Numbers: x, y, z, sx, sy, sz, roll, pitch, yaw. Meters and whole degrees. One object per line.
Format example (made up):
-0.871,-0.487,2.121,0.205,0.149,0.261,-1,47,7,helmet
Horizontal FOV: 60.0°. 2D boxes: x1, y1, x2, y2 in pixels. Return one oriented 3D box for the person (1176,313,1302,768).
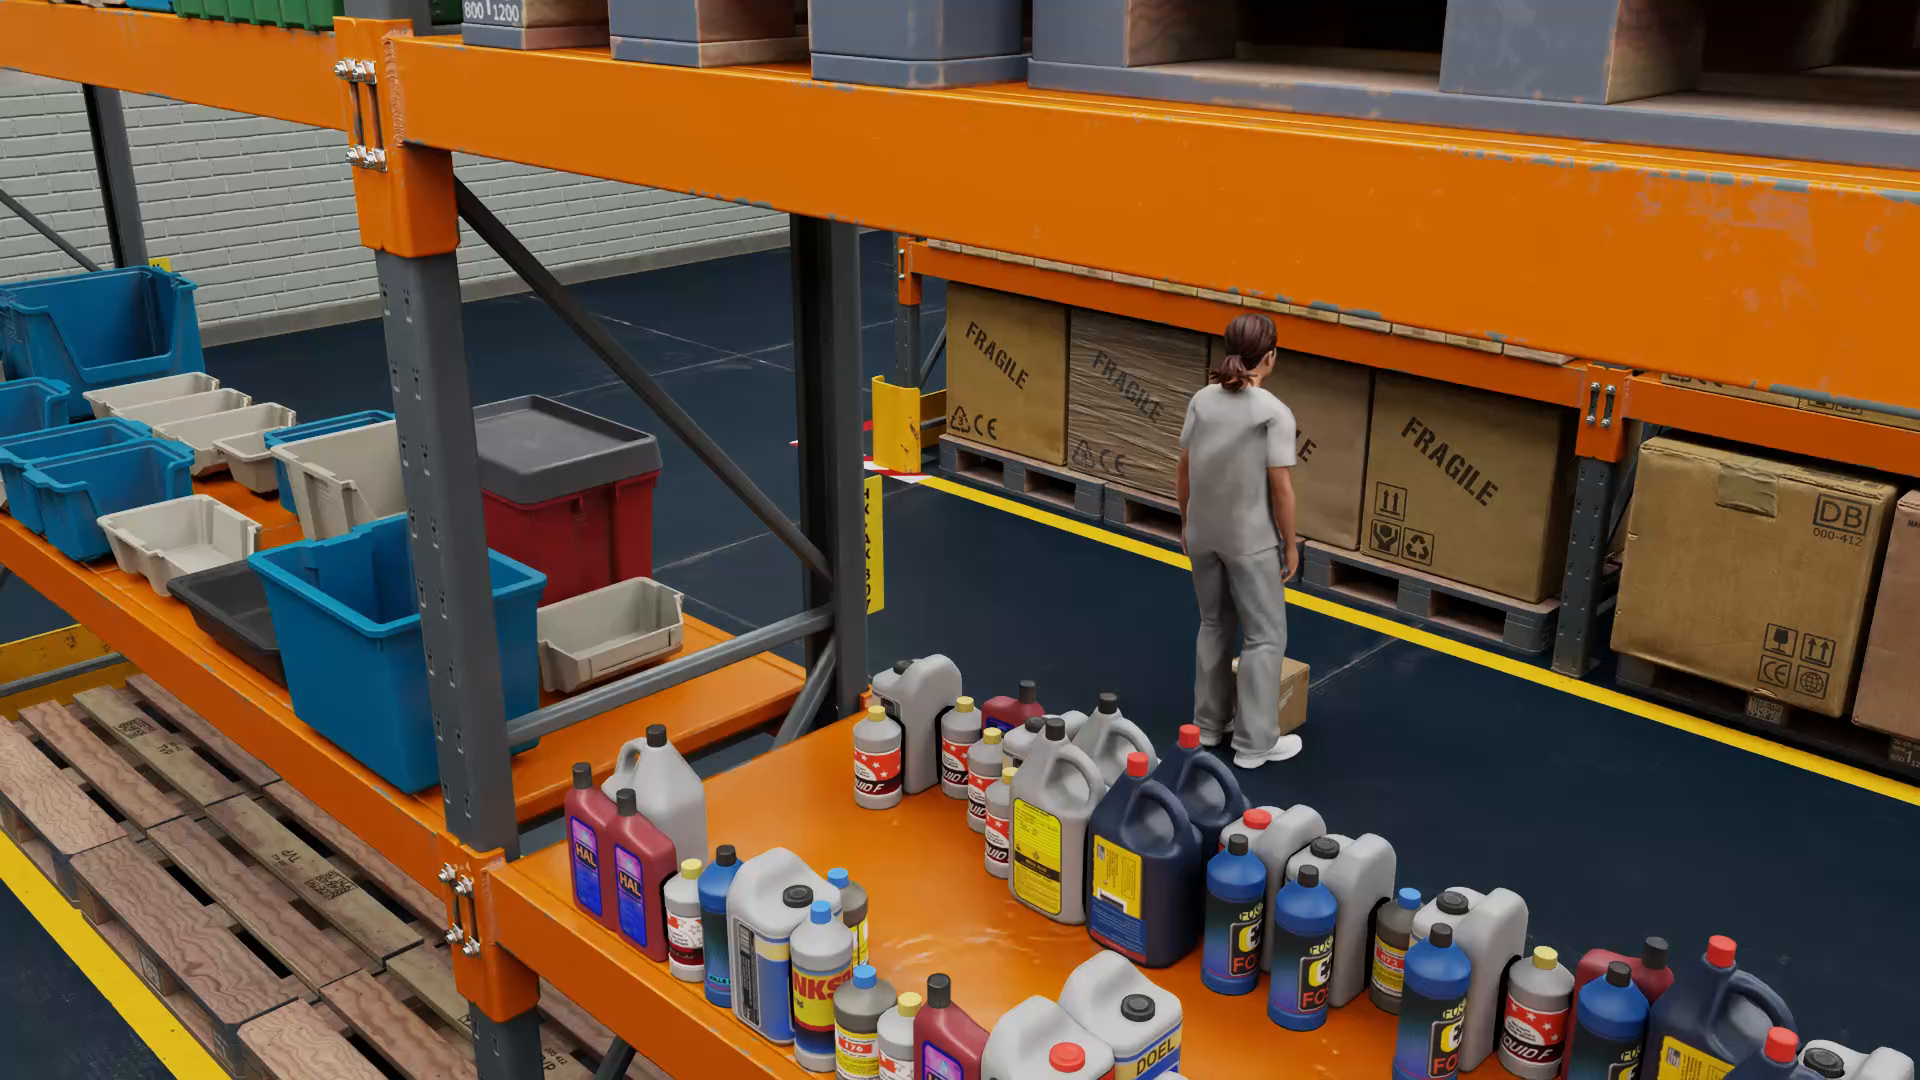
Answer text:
1.034,-0.002,6.089,0.503,1.671,0.416,17,27,38,person
